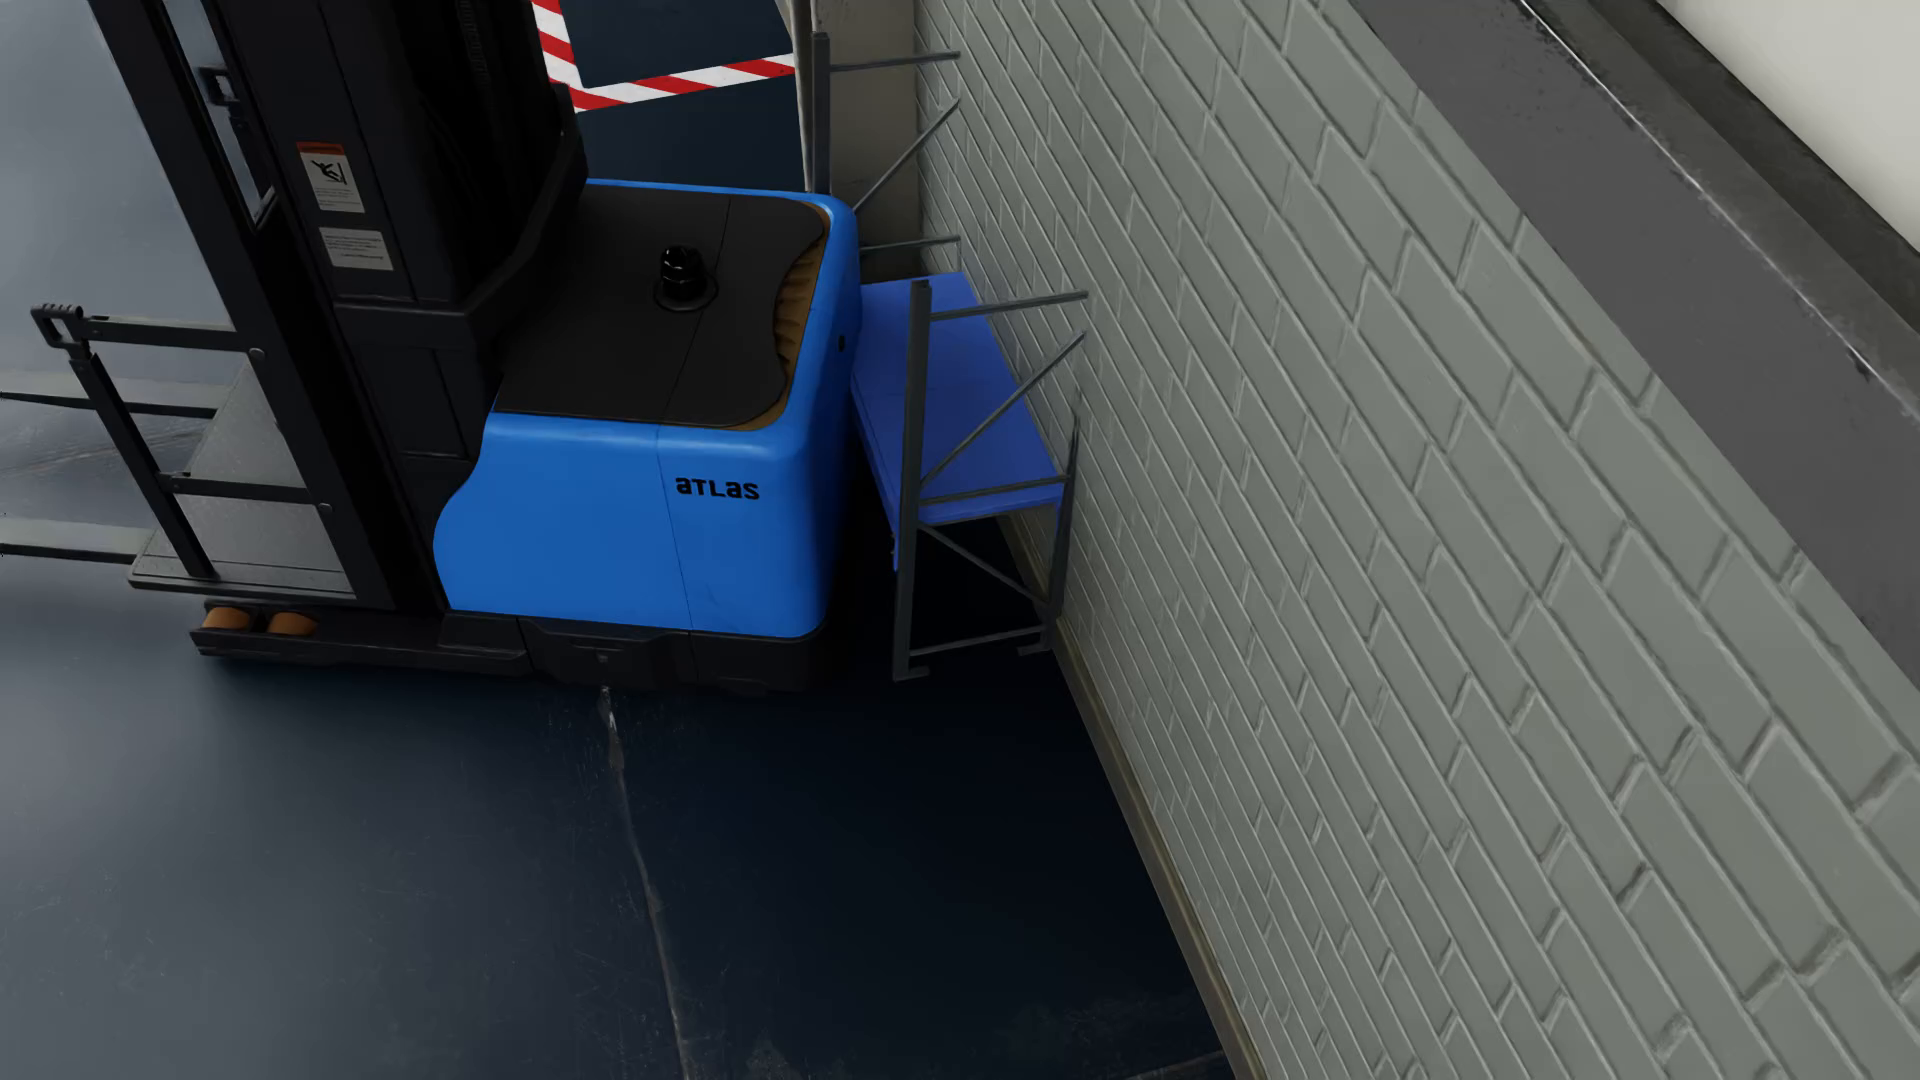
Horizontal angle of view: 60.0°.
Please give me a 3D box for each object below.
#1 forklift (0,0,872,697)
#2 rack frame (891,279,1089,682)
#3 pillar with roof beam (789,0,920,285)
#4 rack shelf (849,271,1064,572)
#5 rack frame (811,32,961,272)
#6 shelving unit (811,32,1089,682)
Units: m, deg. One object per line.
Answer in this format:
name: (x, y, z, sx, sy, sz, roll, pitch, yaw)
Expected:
forklift: (-1.827, -0.974, 4.154, 3.031, 2.935, 1.130, 5, 50, 4)
rack frame: (0.087, -0.127, 4.370, 0.500, 1.500, 0.032, -10, 51, -13)
pillar with roof beam: (-4.448, -2.809, 1.733, 9.100, 9.000, 0.400, -13, 51, -11)
rack shelf: (-0.064, -0.385, 4.819, 0.538, 0.185, 1.000, -10, 51, -13)
rack frame: (-0.193, -0.878, 4.996, 0.500, 1.500, 0.032, -10, 51, -13)
shelving unit: (-0.053, -0.502, 4.683, 0.538, 1.500, 1.048, -10, 51, -13)
